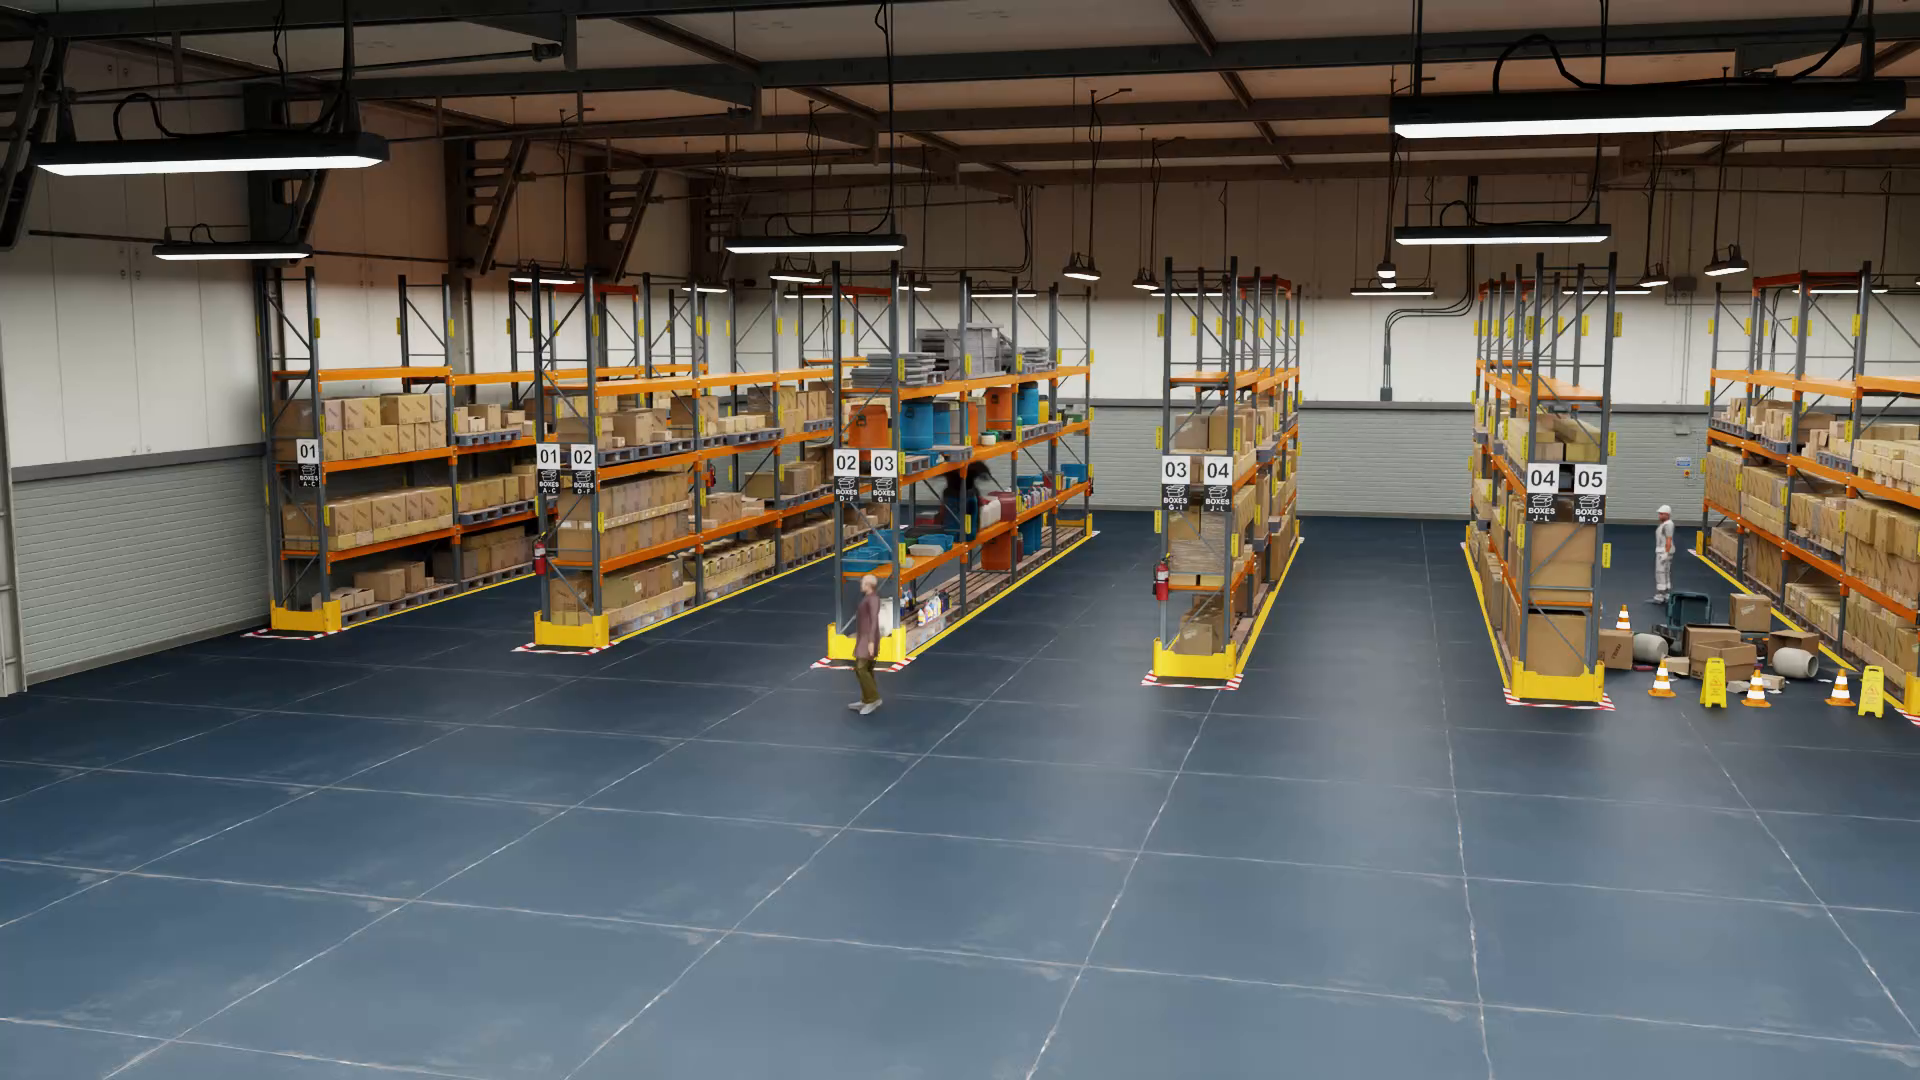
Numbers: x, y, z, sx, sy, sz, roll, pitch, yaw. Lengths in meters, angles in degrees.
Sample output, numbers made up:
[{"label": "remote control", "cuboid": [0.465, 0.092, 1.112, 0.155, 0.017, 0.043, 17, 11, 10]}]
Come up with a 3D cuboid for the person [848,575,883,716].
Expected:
[{"label": "person", "cuboid": [-1.253, 1.359, 21.842, 0.420, 1.805, 0.635, -1, 7, -11]}]

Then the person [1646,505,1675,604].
[{"label": "person", "cuboid": [12.886, 0.260, 30.483, 0.414, 1.793, 0.605, 5, 9, 35]}]
